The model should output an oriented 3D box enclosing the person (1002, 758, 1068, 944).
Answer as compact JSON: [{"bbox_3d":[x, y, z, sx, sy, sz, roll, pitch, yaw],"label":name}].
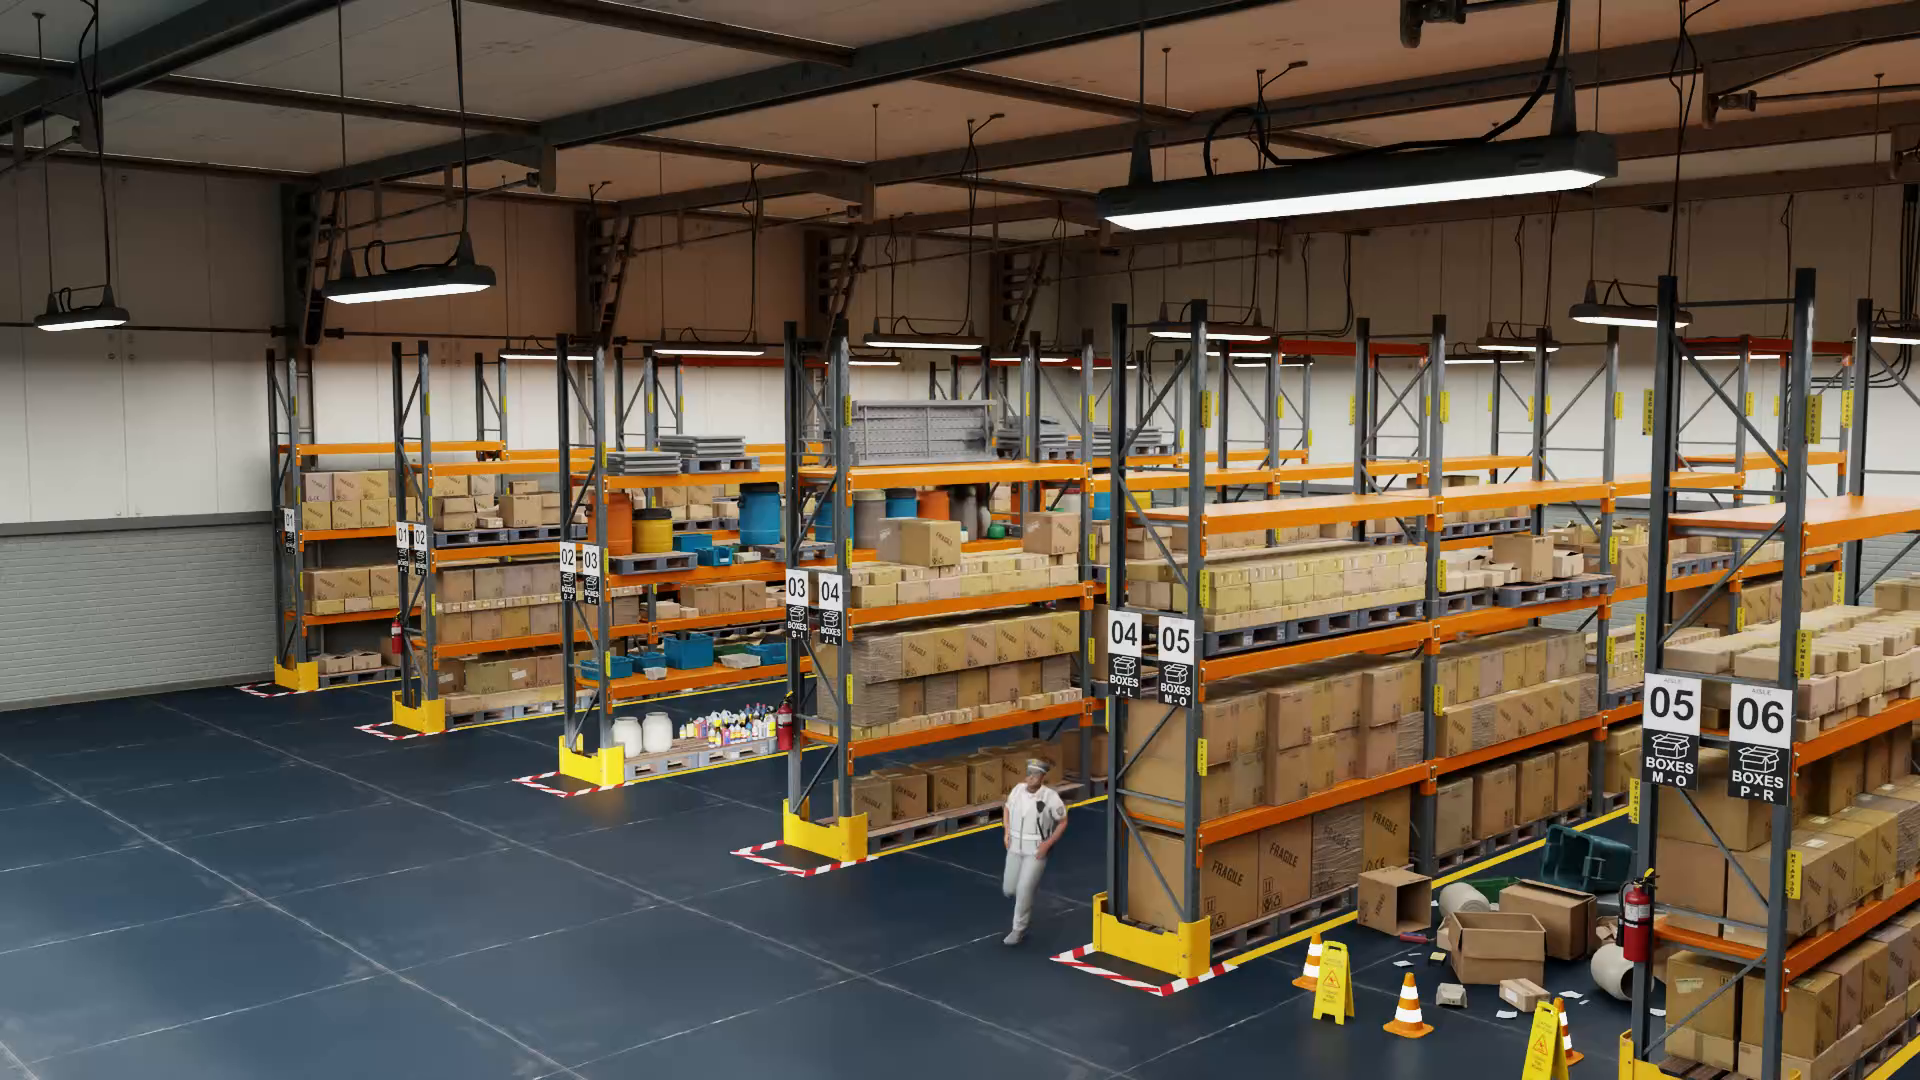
[{"bbox_3d":[0.700,2.942,15.878,0.679,1.780,0.680,3,6,27],"label":"person"}]

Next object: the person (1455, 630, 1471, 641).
[{"bbox_3d":[7.505,2.149,25.001,0.591,1.728,0.820,4,7,41],"label":"person"}]
